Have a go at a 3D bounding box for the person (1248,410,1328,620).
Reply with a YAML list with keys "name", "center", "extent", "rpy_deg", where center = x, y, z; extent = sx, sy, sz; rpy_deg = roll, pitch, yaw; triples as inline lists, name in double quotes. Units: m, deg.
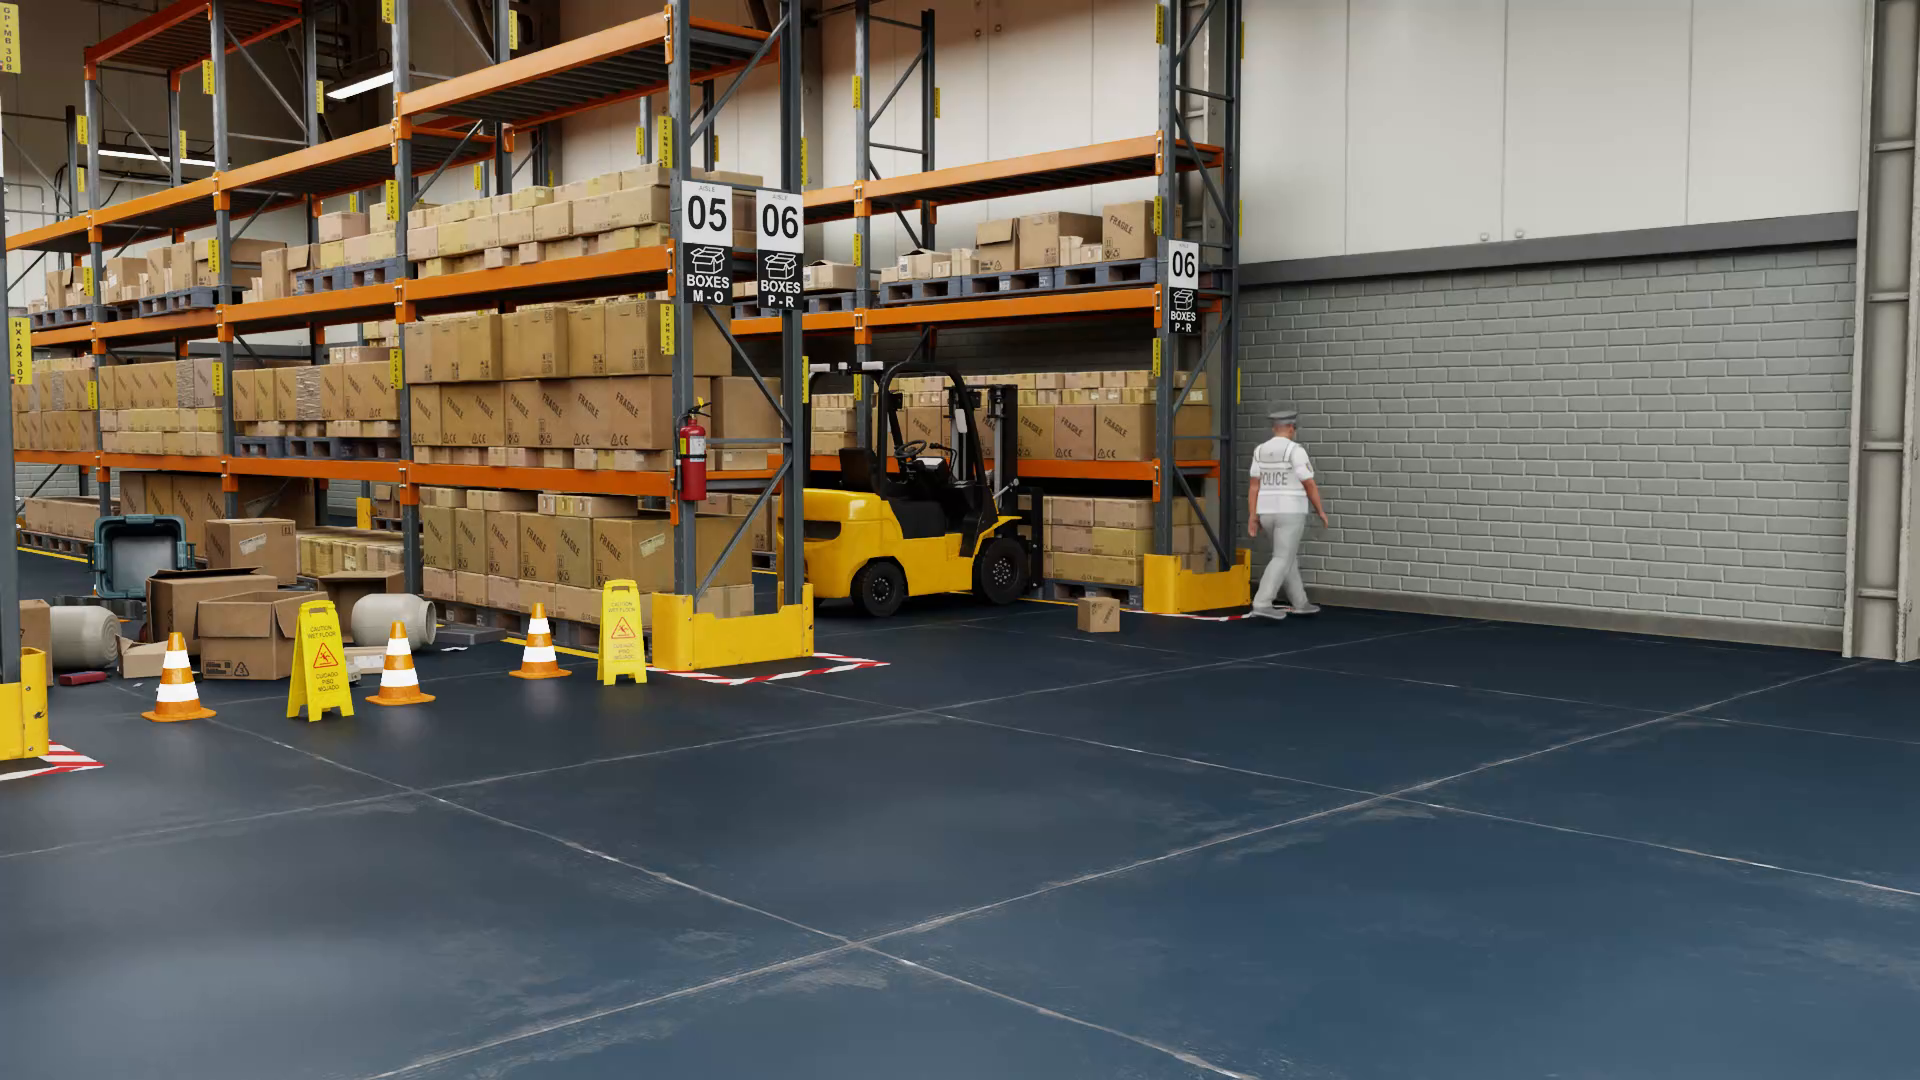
- name: "person"
  center: [2.713, -0.216, 13.706]
  extent: [0.981, 1.704, 0.554]
  rpy_deg: [-3, 5, -37]
